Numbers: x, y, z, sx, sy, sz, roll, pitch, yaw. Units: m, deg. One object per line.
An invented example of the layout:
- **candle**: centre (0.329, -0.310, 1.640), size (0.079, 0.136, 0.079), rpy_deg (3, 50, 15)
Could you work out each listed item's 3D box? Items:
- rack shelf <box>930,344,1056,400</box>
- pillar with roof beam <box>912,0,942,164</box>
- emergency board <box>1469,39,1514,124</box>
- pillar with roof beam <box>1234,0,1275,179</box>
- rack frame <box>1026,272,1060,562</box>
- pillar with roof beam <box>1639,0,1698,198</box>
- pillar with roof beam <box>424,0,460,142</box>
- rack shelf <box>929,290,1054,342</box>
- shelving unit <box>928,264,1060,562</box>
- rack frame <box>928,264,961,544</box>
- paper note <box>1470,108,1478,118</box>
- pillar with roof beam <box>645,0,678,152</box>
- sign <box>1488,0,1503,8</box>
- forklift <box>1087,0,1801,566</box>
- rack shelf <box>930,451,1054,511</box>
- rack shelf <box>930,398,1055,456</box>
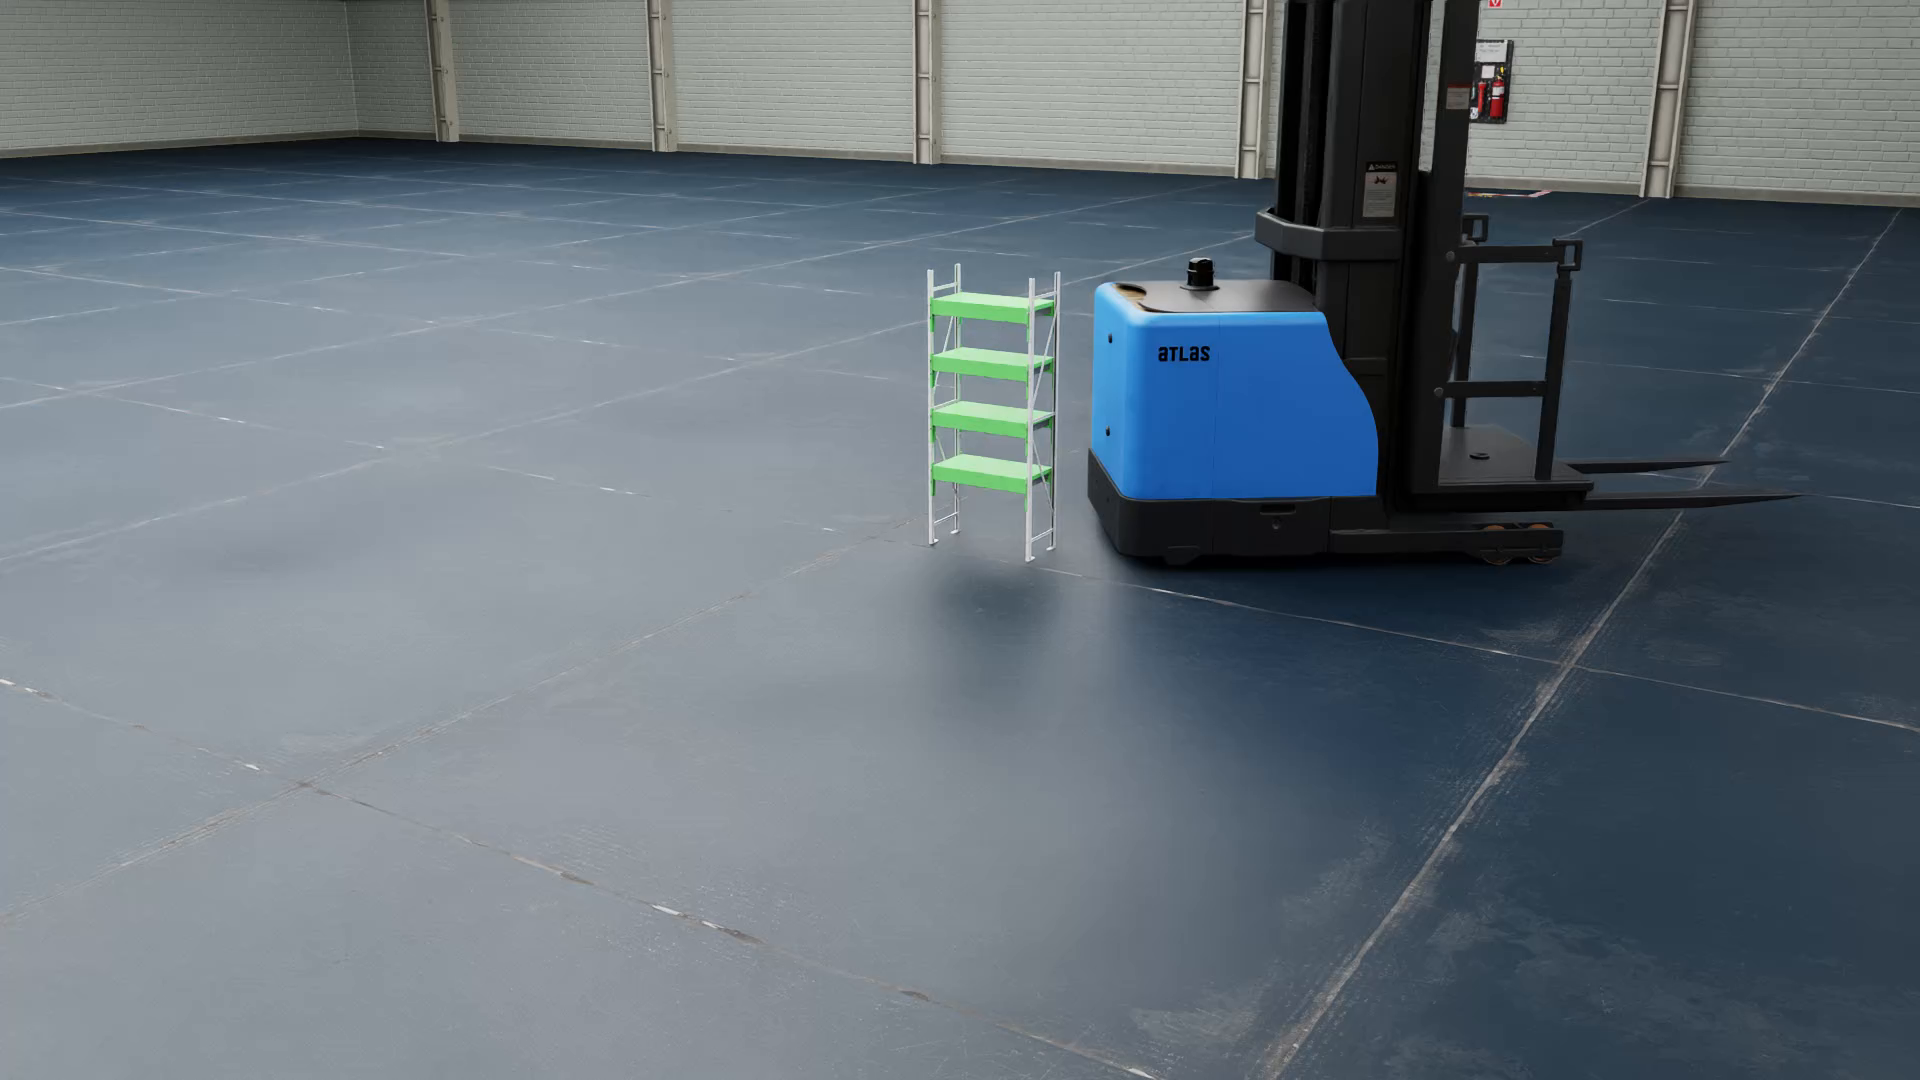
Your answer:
- **rack shelf**: centre (0.141, -0.717, 7.073), size (0.480, 0.148, 0.258), rpy_deg (10, 20, 30)
- **pillar with roof beam**: centre (-2.822, -9.826, 24.248), size (0.400, 9.000, 9.100), rpy_deg (10, 20, 30)
- **emergency board**: centre (7.571, -6.582, 23.890), size (0.643, 1.169, 0.194), rpy_deg (10, 20, 30)
- **pillar with roof beam**: centre (2.291, -8.914, 21.244), size (0.400, 9.000, 9.100), rpy_deg (10, 20, 30)
- **rack frame**: centre (0.349, -0.512, 7.002), size (0.015, 1.200, 0.240), rpy_deg (10, 20, 30)
- **pillar with roof beam**: centre (7.404, -8.001, 18.239), size (0.400, 9.000, 9.100), rpy_deg (10, 20, 30)
- **pillar with roof beam**: centre (-13.047, -11.652, 30.257), size (0.400, 9.000, 9.100), rpy_deg (10, 20, 30)
- **rack shelf**: centre (0.141, -0.947, 7.003), size (0.480, 0.148, 0.258), rpy_deg (10, 20, 30)
- **shelving unit**: centre (0.141, -0.549, 7.124), size (0.503, 1.200, 0.258), rpy_deg (10, 20, 30)
- **rack frame**: centre (-0.067, -0.586, 7.246), size (0.015, 1.200, 0.240), rpy_deg (10, 20, 30)
- **paper note**: centre (7.456, -6.205, 24.163), size (0.142, 0.148, 0.016), rpy_deg (10, 20, 30)
- **pillar with roof beam**: centre (-7.934, -10.739, 27.253), size (0.400, 9.000, 9.100), rpy_deg (10, 20, 30)
- **sign**: centre (7.616, -7.717, 23.638), size (0.199, 0.298, 0.001), rpy_deg (10, 20, 30)
- **forklift**: centre (2.141, -1.448, 7.106), size (3.031, 2.935, 1.130), rpy_deg (-1, 17, -4)
- **rack shelf**: centre (0.141, -0.258, 7.212), size (0.480, 0.148, 0.258), rpy_deg (10, 20, 30)
- **rack shelf**: centre (0.141, -0.488, 7.142), size (0.480, 0.148, 0.258), rpy_deg (10, 20, 30)
